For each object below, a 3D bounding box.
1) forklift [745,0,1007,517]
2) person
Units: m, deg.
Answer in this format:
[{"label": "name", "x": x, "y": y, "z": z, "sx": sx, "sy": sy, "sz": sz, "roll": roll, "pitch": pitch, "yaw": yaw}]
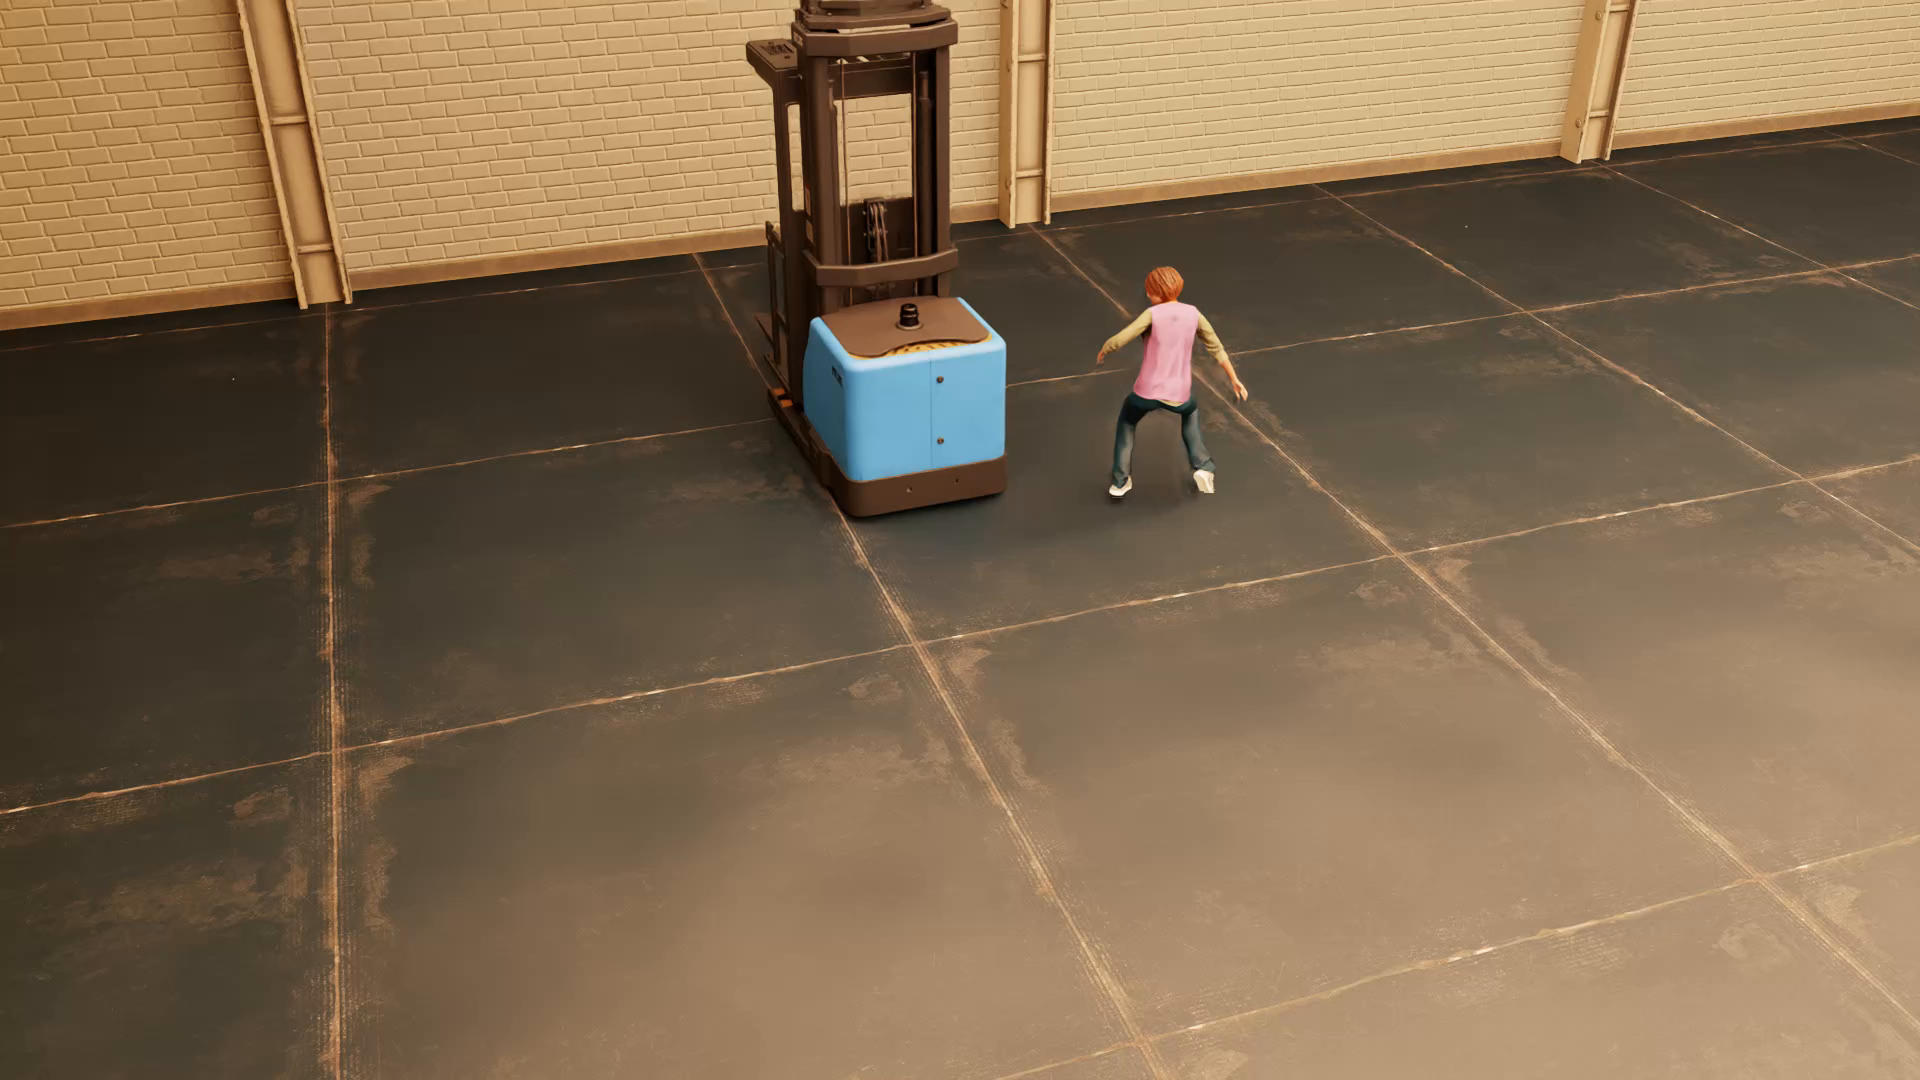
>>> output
[{"label": "forklift", "x": -0.696, "y": -2.133, "z": 10.795, "sx": 1.130, "sy": 2.935, "sz": 3.031, "roll": -10, "pitch": 32, "yaw": -18}, {"label": "person", "x": 1.298, "y": -0.906, "z": 10.289, "sx": 0.875, "sy": 1.433, "sz": 0.492, "roll": -2, "pitch": 30, "yaw": -3}]
